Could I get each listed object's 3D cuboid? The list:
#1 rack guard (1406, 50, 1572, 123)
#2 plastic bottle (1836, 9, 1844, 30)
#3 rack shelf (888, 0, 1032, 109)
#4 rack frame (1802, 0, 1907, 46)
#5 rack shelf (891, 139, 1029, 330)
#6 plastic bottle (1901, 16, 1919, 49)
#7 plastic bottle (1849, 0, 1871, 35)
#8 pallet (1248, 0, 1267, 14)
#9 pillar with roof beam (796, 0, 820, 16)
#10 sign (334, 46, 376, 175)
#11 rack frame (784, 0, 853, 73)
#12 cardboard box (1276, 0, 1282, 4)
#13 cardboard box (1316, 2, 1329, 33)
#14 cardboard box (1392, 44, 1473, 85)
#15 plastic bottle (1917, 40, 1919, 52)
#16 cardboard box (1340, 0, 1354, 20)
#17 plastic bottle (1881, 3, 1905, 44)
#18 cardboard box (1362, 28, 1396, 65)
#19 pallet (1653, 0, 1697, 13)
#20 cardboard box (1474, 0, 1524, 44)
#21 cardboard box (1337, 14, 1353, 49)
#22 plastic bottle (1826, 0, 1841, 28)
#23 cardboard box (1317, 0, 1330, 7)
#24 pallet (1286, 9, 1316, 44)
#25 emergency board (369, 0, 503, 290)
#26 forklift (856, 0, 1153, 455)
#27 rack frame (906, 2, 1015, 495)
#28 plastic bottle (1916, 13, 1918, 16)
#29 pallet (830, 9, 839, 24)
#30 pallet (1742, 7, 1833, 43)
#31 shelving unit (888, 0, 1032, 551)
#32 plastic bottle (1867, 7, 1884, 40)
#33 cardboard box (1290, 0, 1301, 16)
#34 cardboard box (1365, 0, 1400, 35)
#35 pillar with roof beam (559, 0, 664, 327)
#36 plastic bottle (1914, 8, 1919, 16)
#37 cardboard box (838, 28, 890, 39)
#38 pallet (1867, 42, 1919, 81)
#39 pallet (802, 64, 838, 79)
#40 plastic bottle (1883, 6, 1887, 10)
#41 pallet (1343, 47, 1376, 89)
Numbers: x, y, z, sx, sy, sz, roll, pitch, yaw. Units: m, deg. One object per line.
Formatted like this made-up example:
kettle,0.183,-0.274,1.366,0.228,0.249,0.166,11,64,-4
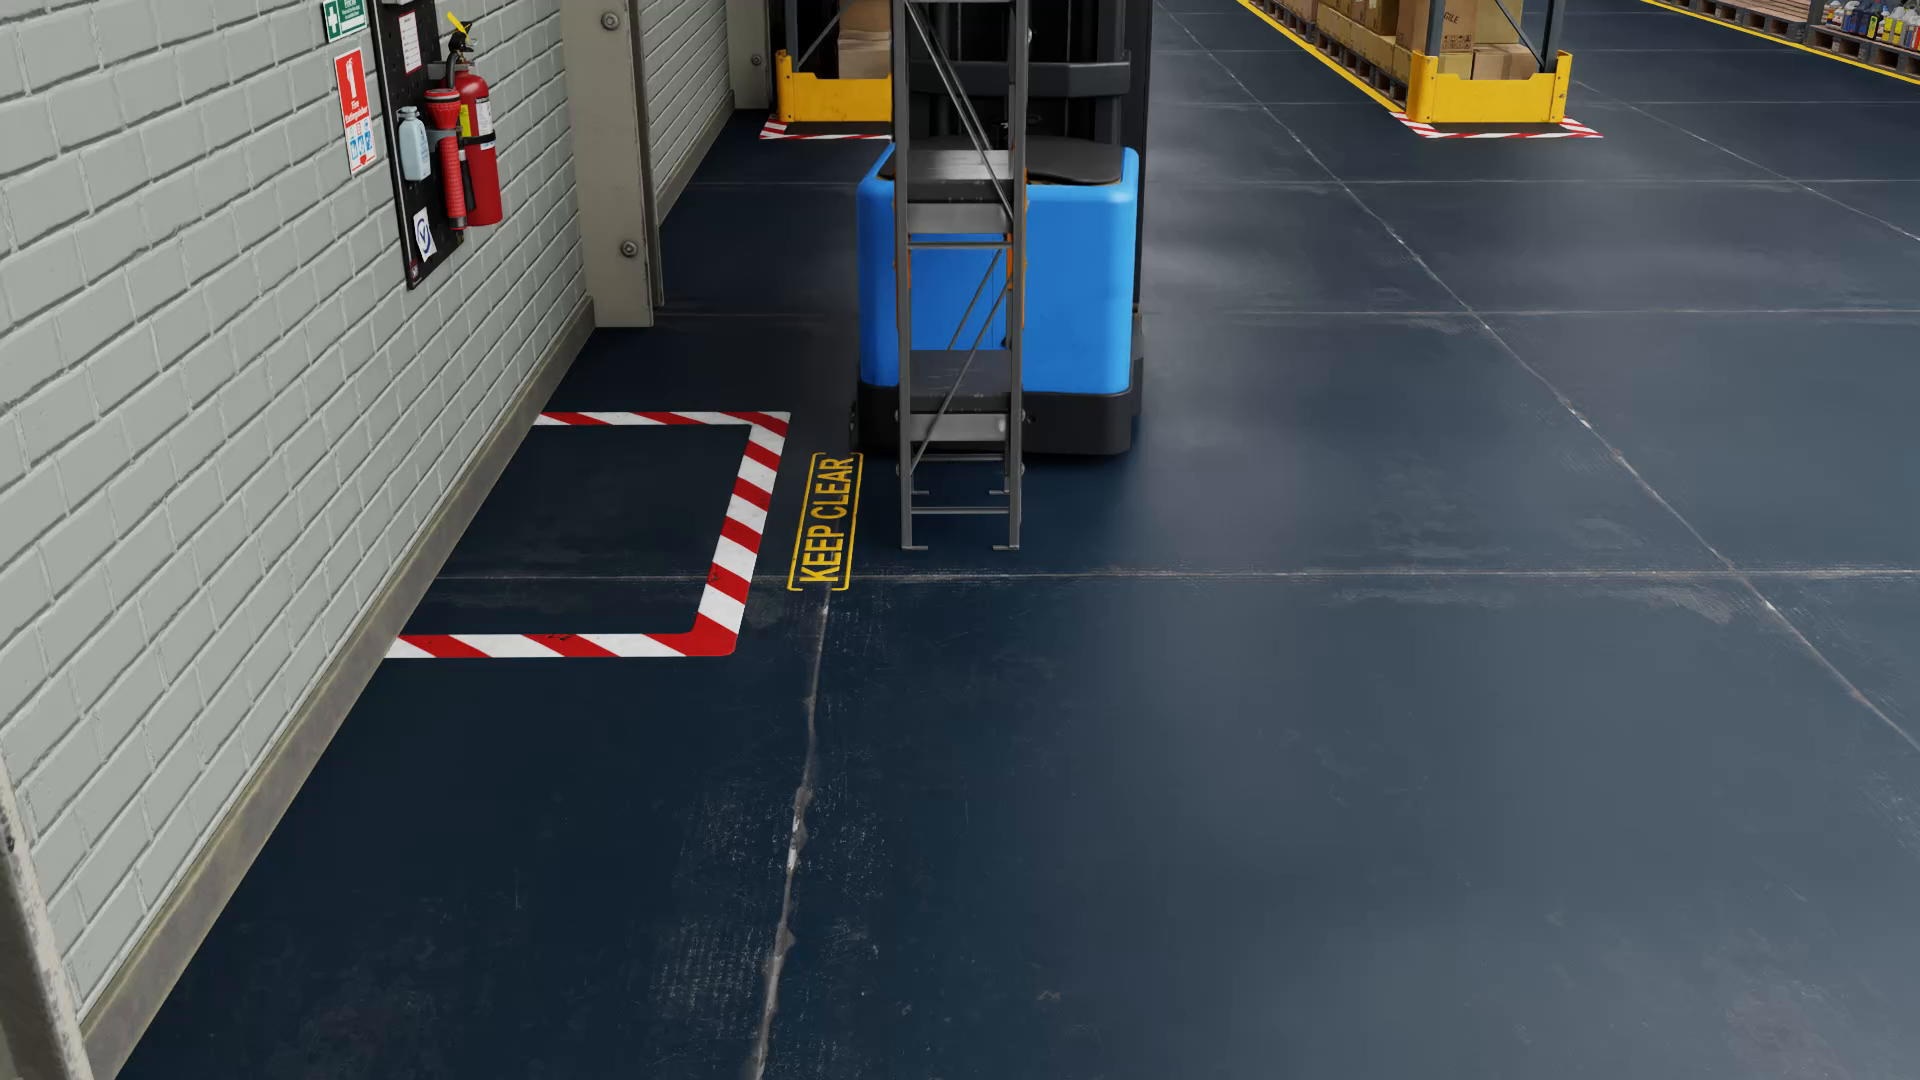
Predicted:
rack guard,4.117,-3.541,12.973,1.175,0.500,0.348,0,24,-1
plastic bottle,8.593,-5.067,16.176,0.097,0.201,0.097,0,24,0
rack shelf,-0.002,-1.650,5.185,0.431,0.518,0.480,0,24,-1
rack frame,9.026,-6.359,16.170,1.000,3.000,0.127,0,24,-1
rack shelf,-0.002,-1.012,5.474,0.431,0.518,0.480,0,24,-1
plastic bottle,8.634,-4.586,15.021,0.152,0.276,0.135,-1,24,-2
plastic bottle,8.620,-5.018,15.885,0.144,0.351,0.185,0,24,1
pallet,3.999,-6.376,19.592,1.003,0.211,1.213,0,24,-1
pillar with roof beam,2.530,-10.176,17.329,9.100,9.000,0.400,0,24,-1
sign,-1.752,-1.248,4.825,0.001,0.329,0.234,0,24,-1
rack frame,-0.837,-4.666,12.427,1.000,3.000,0.127,0,24,-1
cardboard box,3.764,-6.075,18.369,0.500,0.250,0.500,0,24,1
cardboard box,3.775,-5.084,16.178,0.500,0.250,0.500,0,24,-1
cardboard box,3.815,-3.848,13.445,0.500,0.250,0.500,0,24,-1
plastic bottle,8.591,-4.476,14.769,0.061,0.283,0.133,0,24,1
cardboard box,3.776,-5.014,15.113,0.500,0.500,0.500,0,24,-1
plastic bottle,8.626,-4.765,15.326,0.144,0.351,0.185,0,24,-1
cardboard box,3.790,-4.260,14.356,0.500,0.250,0.500,0,24,-1
pallet,8.952,-6.417,19.682,1.003,0.211,1.213,0,24,-1
cardboard box,4.326,-4.398,13.751,0.500,0.500,0.500,0,24,-1
cardboard box,3.775,-4.672,15.267,0.500,0.250,0.500,0,24,-1
plastic bottle,8.591,-5.183,16.346,0.097,0.271,0.097,0,24,0
cardboard box,3.765,-5.426,16.024,0.500,0.500,0.500,0,24,-1
pallet,4.026,-5.371,17.369,1.003,0.211,1.213,0,24,-1
emergency board,-1.655,-1.460,5.337,0.194,1.169,0.643,0,24,-1
forklift,0.278,-2.228,7.120,1.130,2.935,3.031,3,24,6
rack frame,-0.004,-1.125,5.690,0.400,2.100,0.015,0,24,-1
plastic bottle,8.774,-4.742,15.366,0.152,0.276,0.135,0,24,-1
pallet,-0.891,-5.364,17.355,1.003,0.211,1.213,0,24,-1
pallet,8.978,-5.412,17.459,1.003,0.211,1.213,0,24,-1
shelving unit,-0.002,-1.025,5.468,0.431,2.100,0.503,0,24,-1
plastic bottle,8.582,-4.841,15.576,0.061,0.283,0.133,1,24,2
cardboard box,3.775,-5.655,17.440,0.500,0.250,0.500,-1,24,-1
cardboard box,3.787,-4.602,14.201,0.500,0.500,0.500,0,24,-1
pillar with roof beam,2.661,-5.231,6.396,9.100,9.000,0.400,0,24,-1
plastic bottle,9.175,-4.964,15.857,0.152,0.276,0.135,0,24,-1
cardboard box,-0.761,-4.162,14.041,0.500,0.311,0.500,2,24,4
pallet,9.008,-4.307,15.018,1.003,0.211,1.213,0,24,-1
pallet,-0.811,-3.762,13.811,1.003,0.211,1.213,0,24,-1
plastic bottle,8.742,-4.922,15.771,0.097,0.271,0.097,0,24,0
pallet,4.056,-4.236,14.859,1.003,0.211,1.213,0,24,-1
